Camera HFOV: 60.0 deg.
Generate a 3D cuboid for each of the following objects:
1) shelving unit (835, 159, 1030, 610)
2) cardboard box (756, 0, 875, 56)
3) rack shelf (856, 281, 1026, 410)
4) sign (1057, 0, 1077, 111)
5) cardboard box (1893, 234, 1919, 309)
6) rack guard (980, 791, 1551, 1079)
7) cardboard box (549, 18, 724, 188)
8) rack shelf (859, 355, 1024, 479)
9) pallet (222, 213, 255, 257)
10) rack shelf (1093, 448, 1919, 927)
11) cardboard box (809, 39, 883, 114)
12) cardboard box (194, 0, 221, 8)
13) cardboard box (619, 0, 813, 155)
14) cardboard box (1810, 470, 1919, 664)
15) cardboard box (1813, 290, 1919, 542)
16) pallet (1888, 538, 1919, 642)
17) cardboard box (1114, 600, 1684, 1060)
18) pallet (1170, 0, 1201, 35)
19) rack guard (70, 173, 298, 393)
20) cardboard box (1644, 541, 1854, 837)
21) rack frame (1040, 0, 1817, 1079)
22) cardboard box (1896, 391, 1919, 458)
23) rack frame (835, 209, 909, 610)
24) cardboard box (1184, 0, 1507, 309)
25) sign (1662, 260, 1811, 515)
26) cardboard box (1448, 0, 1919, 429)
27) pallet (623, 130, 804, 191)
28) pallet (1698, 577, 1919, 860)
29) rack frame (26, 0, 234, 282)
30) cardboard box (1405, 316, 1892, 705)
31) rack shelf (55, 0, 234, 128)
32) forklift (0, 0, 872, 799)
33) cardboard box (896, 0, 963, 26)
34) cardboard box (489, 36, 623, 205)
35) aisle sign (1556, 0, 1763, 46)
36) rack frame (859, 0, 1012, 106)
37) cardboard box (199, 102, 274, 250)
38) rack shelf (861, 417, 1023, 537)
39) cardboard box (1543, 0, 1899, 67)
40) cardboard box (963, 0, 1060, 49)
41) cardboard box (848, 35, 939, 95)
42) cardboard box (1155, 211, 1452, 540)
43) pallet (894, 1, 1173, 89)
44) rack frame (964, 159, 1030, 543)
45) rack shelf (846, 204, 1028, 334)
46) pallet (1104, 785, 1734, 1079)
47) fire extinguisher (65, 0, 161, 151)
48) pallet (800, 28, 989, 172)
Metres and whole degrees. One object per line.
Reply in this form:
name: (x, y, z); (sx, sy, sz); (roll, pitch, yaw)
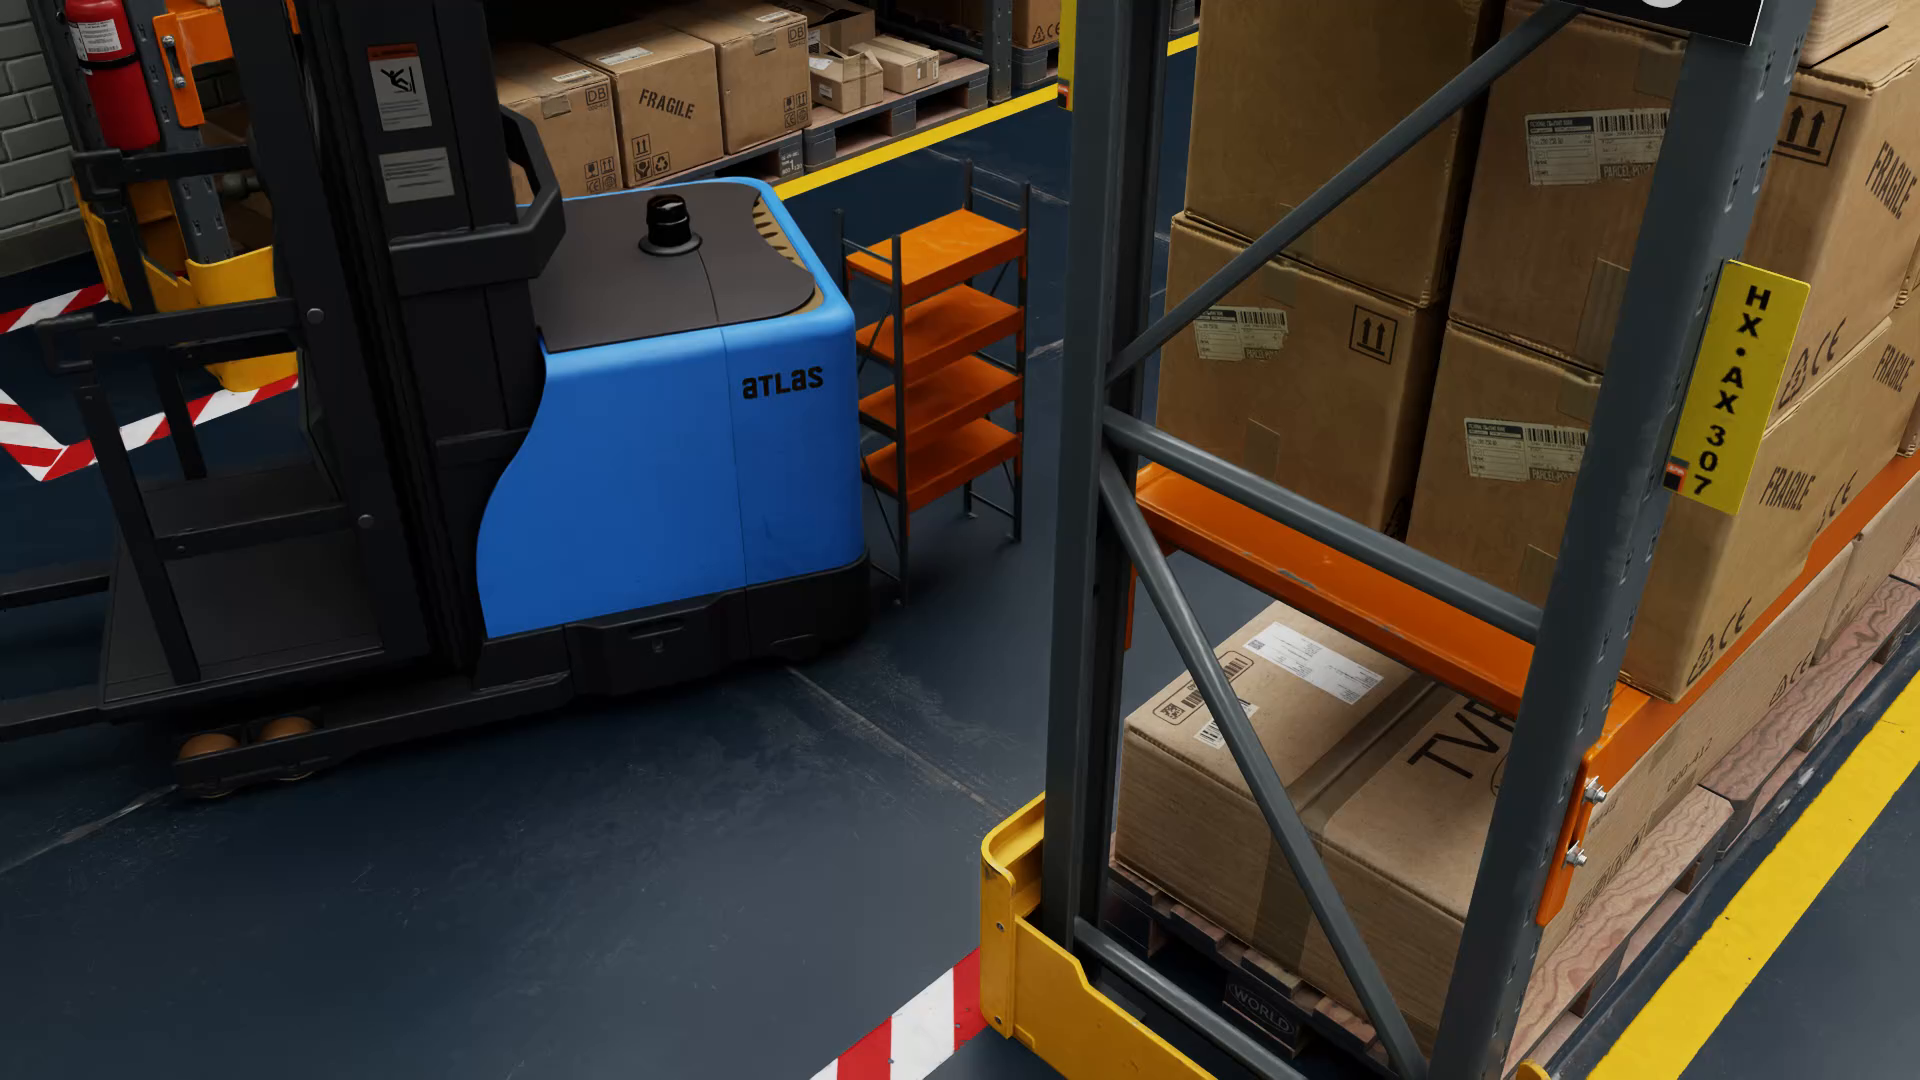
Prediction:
shelving unit: (-0.070, -0.434, 4.824); (0.258, 1.200, 0.503); (30, 45, 35)
cardboard box: (-0.770, -2.542, 8.257); (0.500, 0.311, 0.500); (-28, 44, -34)
rack shelf: (-0.070, -0.562, 4.734); (0.258, 0.148, 0.480); (30, 45, 35)
sign: (0.195, -0.820, 2.584); (0.100, 0.325, 0.005); (30, 45, 35)
cardboard box: (1.469, -0.767, 2.766); (0.500, 0.500, 0.500); (28, 44, 34)
rack guard: (0.553, 1.012, 3.362); (1.175, 0.500, 0.348); (30, 45, 35)
cardboard box: (-1.384, -1.885, 7.148); (0.500, 0.500, 0.500); (-29, 44, -35)
rack shelf: (-0.070, -0.379, 4.862); (0.258, 0.148, 0.480); (30, 45, 35)
pallet: (-2.341, -1.233, 6.834); (1.003, 0.211, 1.213); (30, 45, 35)
rack shelf: (1.979, -0.540, 4.031); (1.077, 0.370, 4.000); (30, 45, 35)
cardboard box: (-0.573, -2.207, 7.816); (0.258, 0.266, 0.396); (-28, 44, -34)
cardboard box: (-2.529, -1.942, 5.632); (0.380, 0.149, 0.250); (29, 44, 35)
cardboard box: (-1.096, -2.132, 7.503); (0.700, 0.500, 0.500); (28, 43, 34)
cardboard box: (2.239, -0.193, 4.777); (0.875, 0.438, 0.875); (28, 44, 34)
cardboard box: (1.448, -0.360, 3.056); (0.500, 0.500, 0.500); (29, 44, 35)
pallet: (2.797, -0.226, 5.389); (1.003, 0.211, 1.213); (30, 45, 35)
cardboard box: (0.964, 0.547, 3.716); (0.875, 0.438, 0.875); (28, 44, 34)
pallet: (1.269, -3.345, 9.862); (1.003, 0.211, 1.213); (30, 45, 35)
rack guard: (-2.902, -1.028, 6.286); (1.175, 0.500, 0.348); (30, 45, 35)
cardboard box: (1.603, 0.172, 4.253); (0.875, 0.438, 0.875); (-29, 44, -34)
rack frame: (0.570, -0.023, 2.661); (1.000, 3.000, 0.127); (30, 45, 35)
cardboard box: (1.820, -0.559, 3.342); (0.500, 0.500, 0.500); (29, 44, 35)
rack frame: (-0.242, -0.335, 4.682); (0.240, 1.200, 0.015); (30, 45, 35)
cardboard box: (0.741, -0.766, 2.764); (0.500, 0.500, 0.500); (-28, 44, -34)
sign: (0.960, -0.185, 2.066); (0.100, 0.325, 0.005); (30, 45, 35)
cardboard box: (1.110, -0.554, 2.461); (0.500, 0.500, 0.500); (28, 44, 34)
pallet: (-1.481, -1.726, 7.540); (1.003, 0.211, 1.213); (30, 45, 35)
pallet: (1.937, 0.272, 4.676); (1.003, 0.211, 1.213); (30, 45, 35)
rack frame: (-2.955, -2.022, 5.527); (1.000, 3.000, 0.127); (30, 45, 35)
cardboard box: (1.112, -0.143, 2.746); (0.500, 0.500, 0.500); (29, 44, 35)
rack shelf: (-1.546, -2.539, 6.897); (1.077, 0.370, 4.000); (30, 45, 35)
forklift: (-1.828, -0.878, 3.946); (3.031, 2.935, 1.130); (-11, 36, -16)
cardboard box: (-0.001, -3.111, 8.907); (0.500, 0.500, 0.500); (29, 44, 35)
cardboard box: (-1.827, -1.710, 6.898); (0.500, 0.500, 0.700); (-28, 44, -34)
aisle sign: (0.725, -0.943, 1.708); (0.394, 0.787, 0.004); (30, 45, 35)
rack frame: (-0.137, -3.646, 7.856); (1.000, 3.000, 0.127); (30, 45, 35)
cardboard box: (-2.457, -1.381, 6.422); (0.797, 0.503, 0.637); (28, 43, 34)
rack shelf: (-0.070, -0.216, 4.976); (0.258, 0.148, 0.480); (30, 45, 35)
cardboard box: (1.016, -0.773, 2.207); (0.250, 0.149, 0.380); (-29, 44, -35)
cardboard box: (0.364, -2.898, 8.602); (0.500, 0.500, 0.500); (-28, 43, -34)
cardboard box: (-0.321, -2.304, 8.057); (0.380, 0.149, 0.250); (28, 44, 34)
cardboard box: (0.722, -0.367, 3.066); (0.500, 0.500, 0.500); (-30, 45, -35)
pallet: (0.409, -2.847, 9.149); (1.003, 0.211, 1.213); (30, 45, 35)
rack frame: (0.102, -0.533, 4.966); (0.240, 1.200, 0.015); (30, 45, 35)
rack shelf: (-0.070, -0.756, 4.599); (0.258, 0.148, 0.480); (30, 45, 35)
pallet: (1.078, 0.765, 3.969); (1.003, 0.211, 1.213); (30, 45, 35)
fire extinguisher: (-2.731, -1.591, 5.303); (0.296, 0.674, 0.183); (30, 45, 35)
pallet: (-0.621, -2.224, 8.254); (1.003, 0.211, 1.213); (30, 45, 35)
